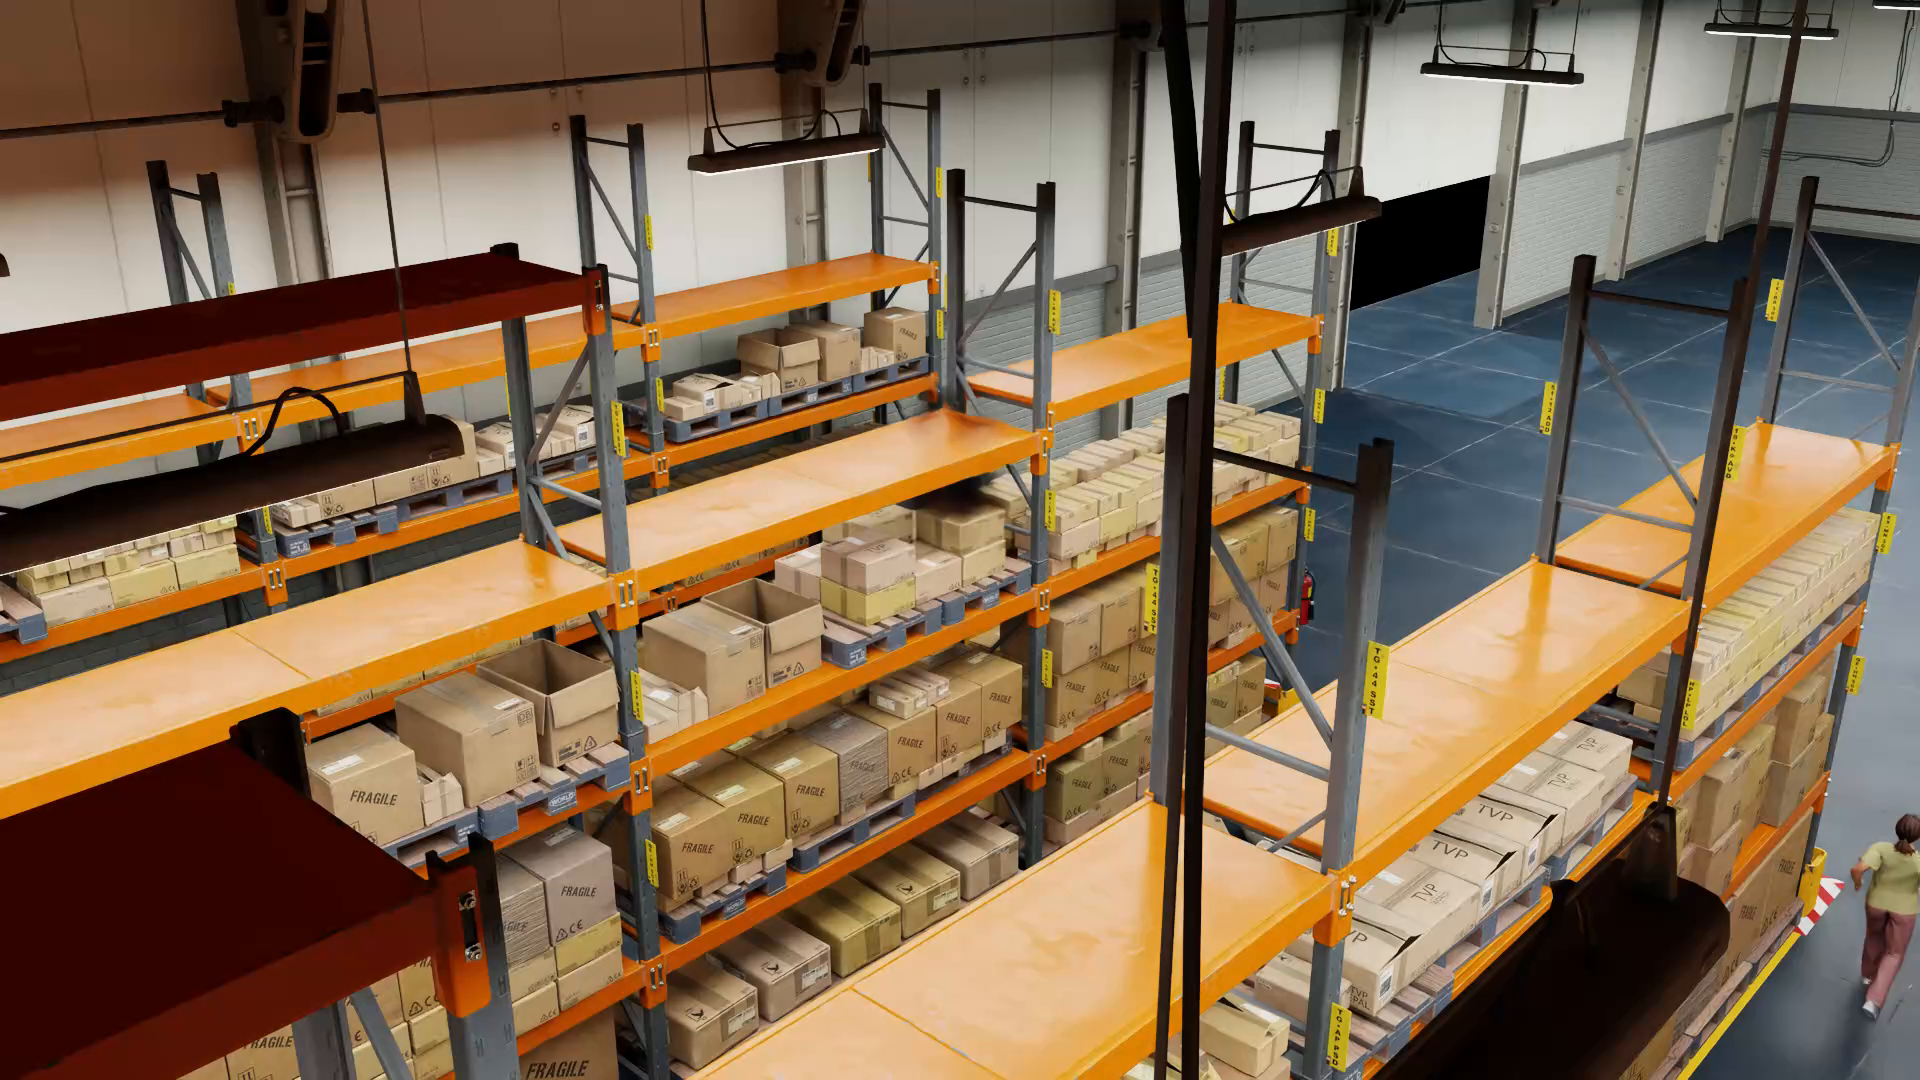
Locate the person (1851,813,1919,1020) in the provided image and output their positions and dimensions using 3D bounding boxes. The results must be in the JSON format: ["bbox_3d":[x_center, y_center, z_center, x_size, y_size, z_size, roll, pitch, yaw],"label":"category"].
[{"bbox_3d":[6.986,2.783,12.487,0.574,1.644,0.970,16,27,36],"label":"person"}]
